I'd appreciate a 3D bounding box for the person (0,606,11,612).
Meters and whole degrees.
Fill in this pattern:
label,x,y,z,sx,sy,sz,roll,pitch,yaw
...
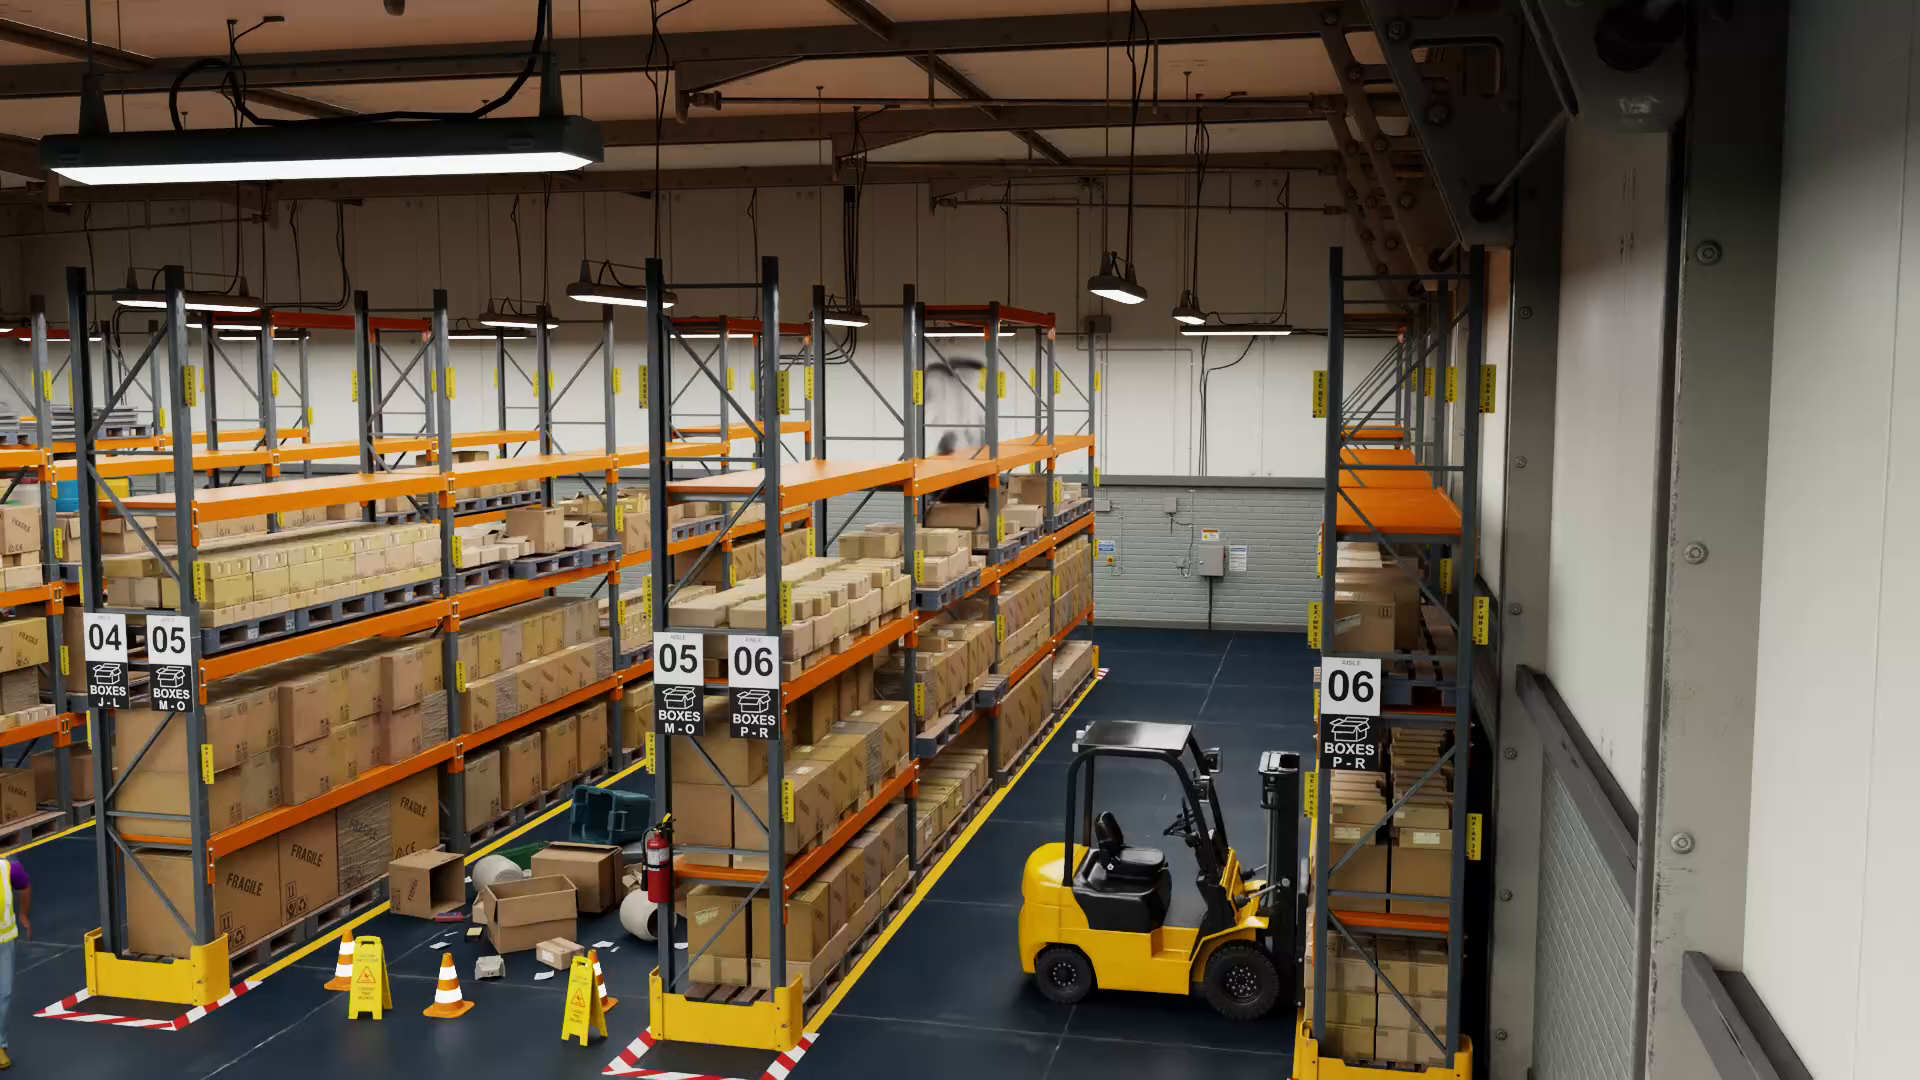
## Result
label,x,y,z,sx,sy,sz,roll,pitch,yaw
person,-16.440,1.463,28.811,0.569,1.638,0.778,1,6,6

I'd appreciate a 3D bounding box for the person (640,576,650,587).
label,x,y,z,sx,sy,sz,roll,pitch,yaw
person,-5.185,1.470,28.028,0.685,1.752,0.667,3,6,25

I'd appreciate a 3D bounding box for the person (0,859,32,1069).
label,x,y,z,sx,sy,sz,roll,pitch,yaw
person,-7.378,3.029,12.575,0.686,1.745,0.904,-4,7,-36
